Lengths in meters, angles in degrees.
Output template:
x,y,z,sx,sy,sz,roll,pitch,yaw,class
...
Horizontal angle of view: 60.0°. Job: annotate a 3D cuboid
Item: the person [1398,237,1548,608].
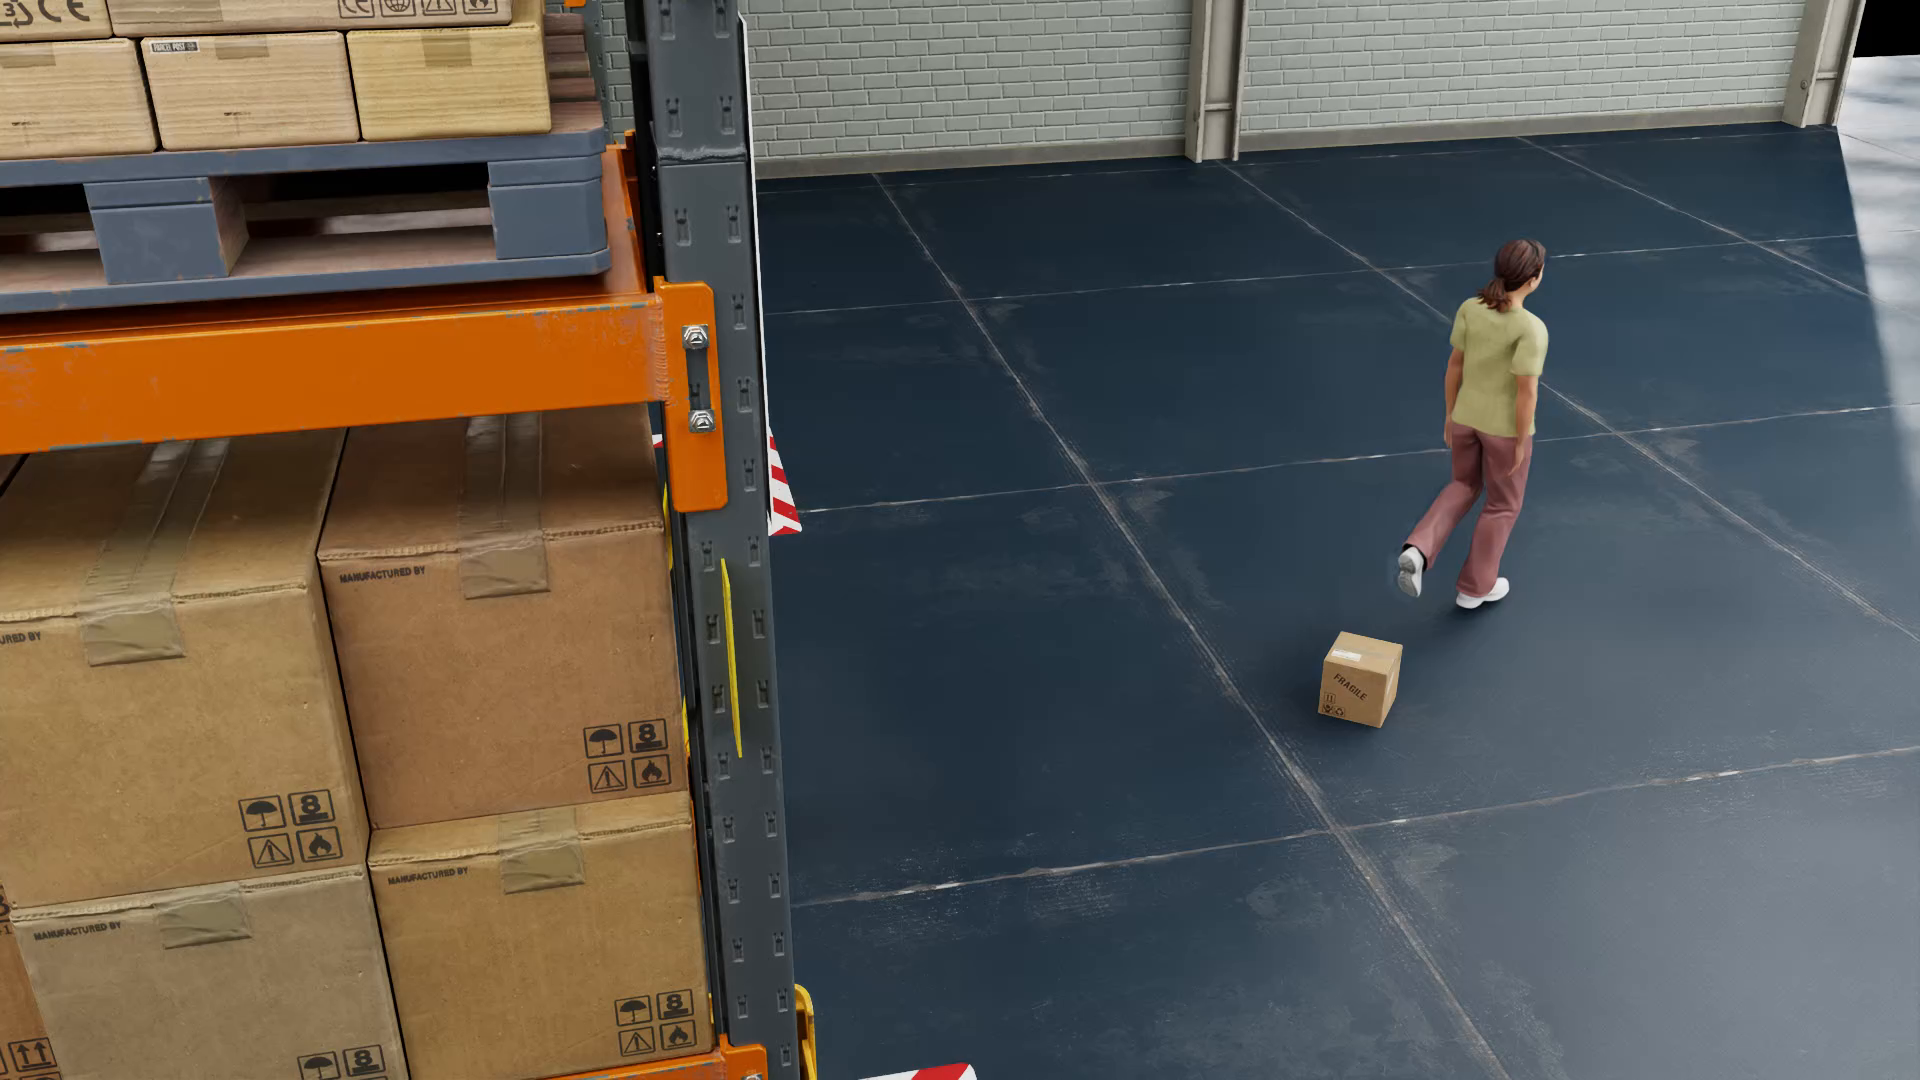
x,y,z,sx,sy,sz,roll,pitch,yaw,class
2.196,-0.453,6.964,0.583,1.657,0.446,-19,32,-32,person
